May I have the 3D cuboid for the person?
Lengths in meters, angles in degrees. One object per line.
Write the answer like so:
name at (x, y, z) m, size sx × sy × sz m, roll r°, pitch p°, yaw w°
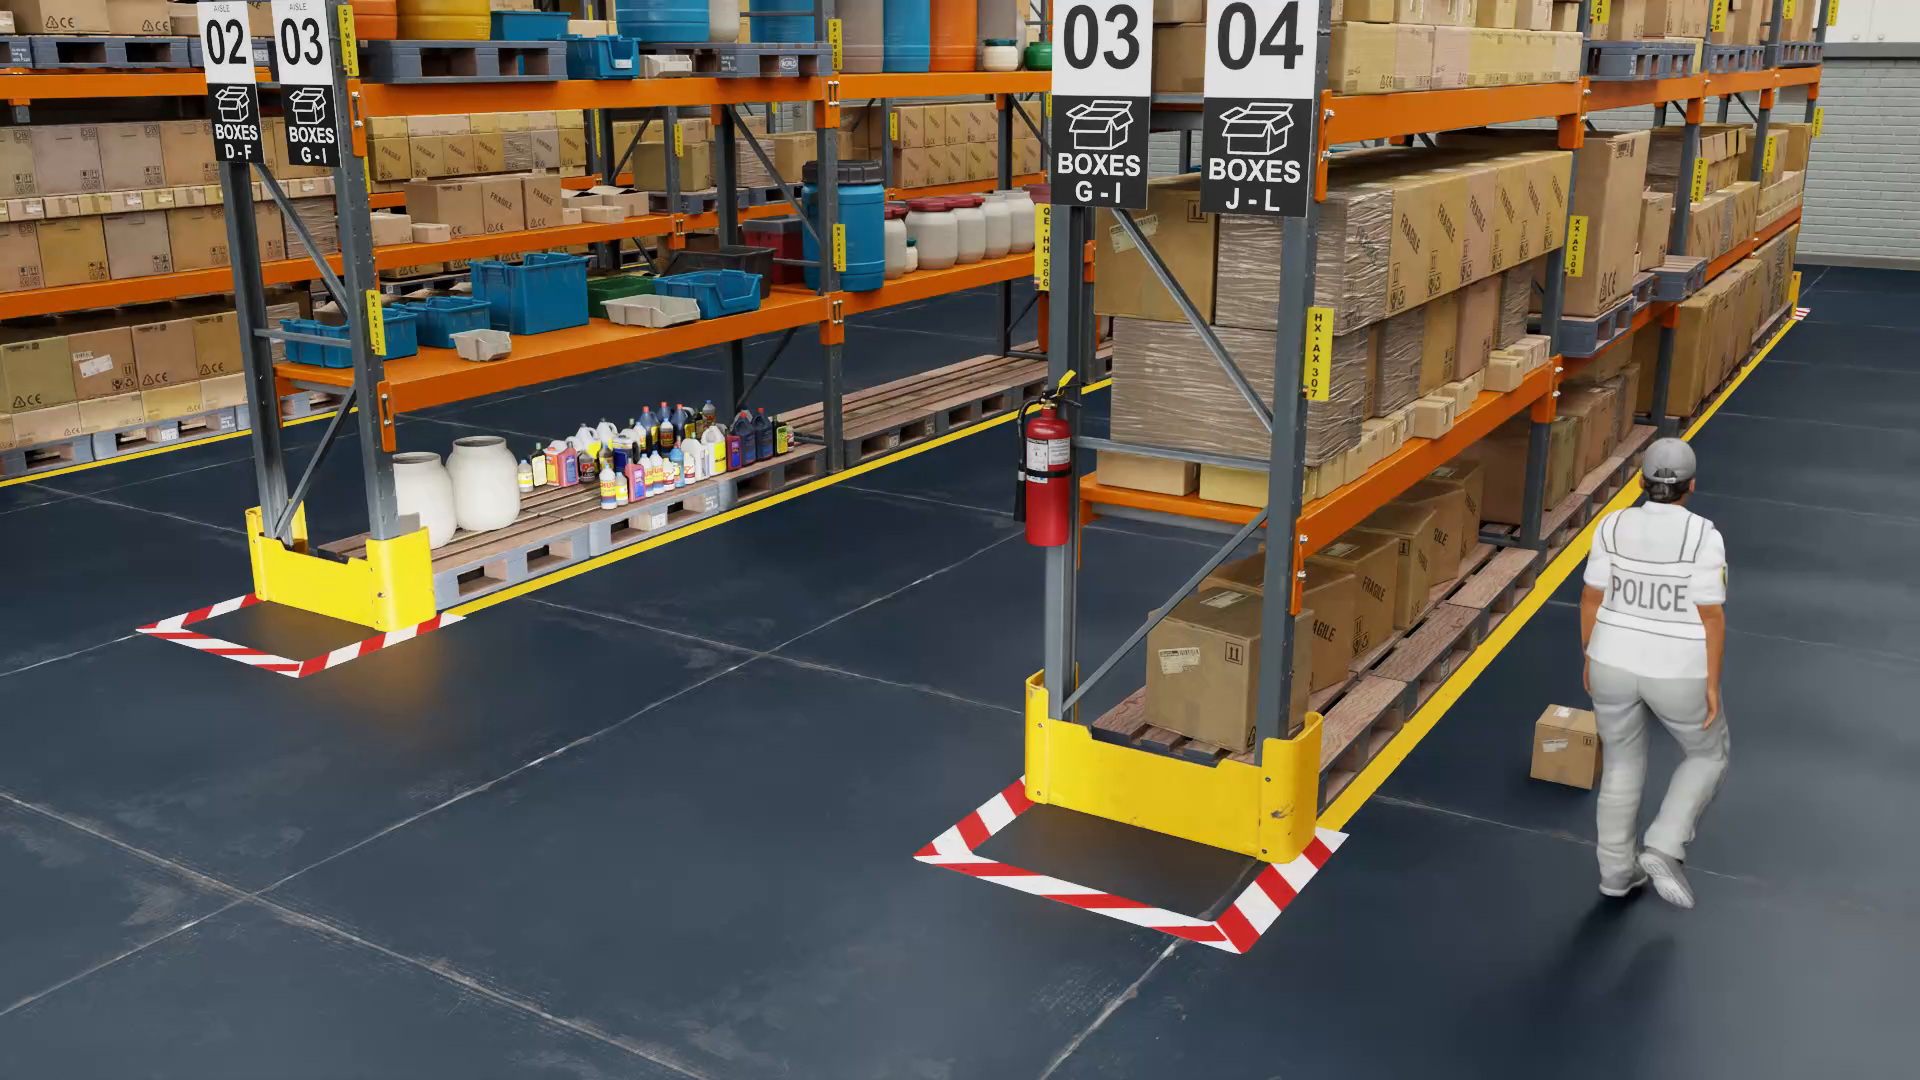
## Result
person at (2.428, 0.466, 5.839) m, size 0.535 × 1.661 × 0.459 m, roll 13°, pitch 21°, yaw 38°
